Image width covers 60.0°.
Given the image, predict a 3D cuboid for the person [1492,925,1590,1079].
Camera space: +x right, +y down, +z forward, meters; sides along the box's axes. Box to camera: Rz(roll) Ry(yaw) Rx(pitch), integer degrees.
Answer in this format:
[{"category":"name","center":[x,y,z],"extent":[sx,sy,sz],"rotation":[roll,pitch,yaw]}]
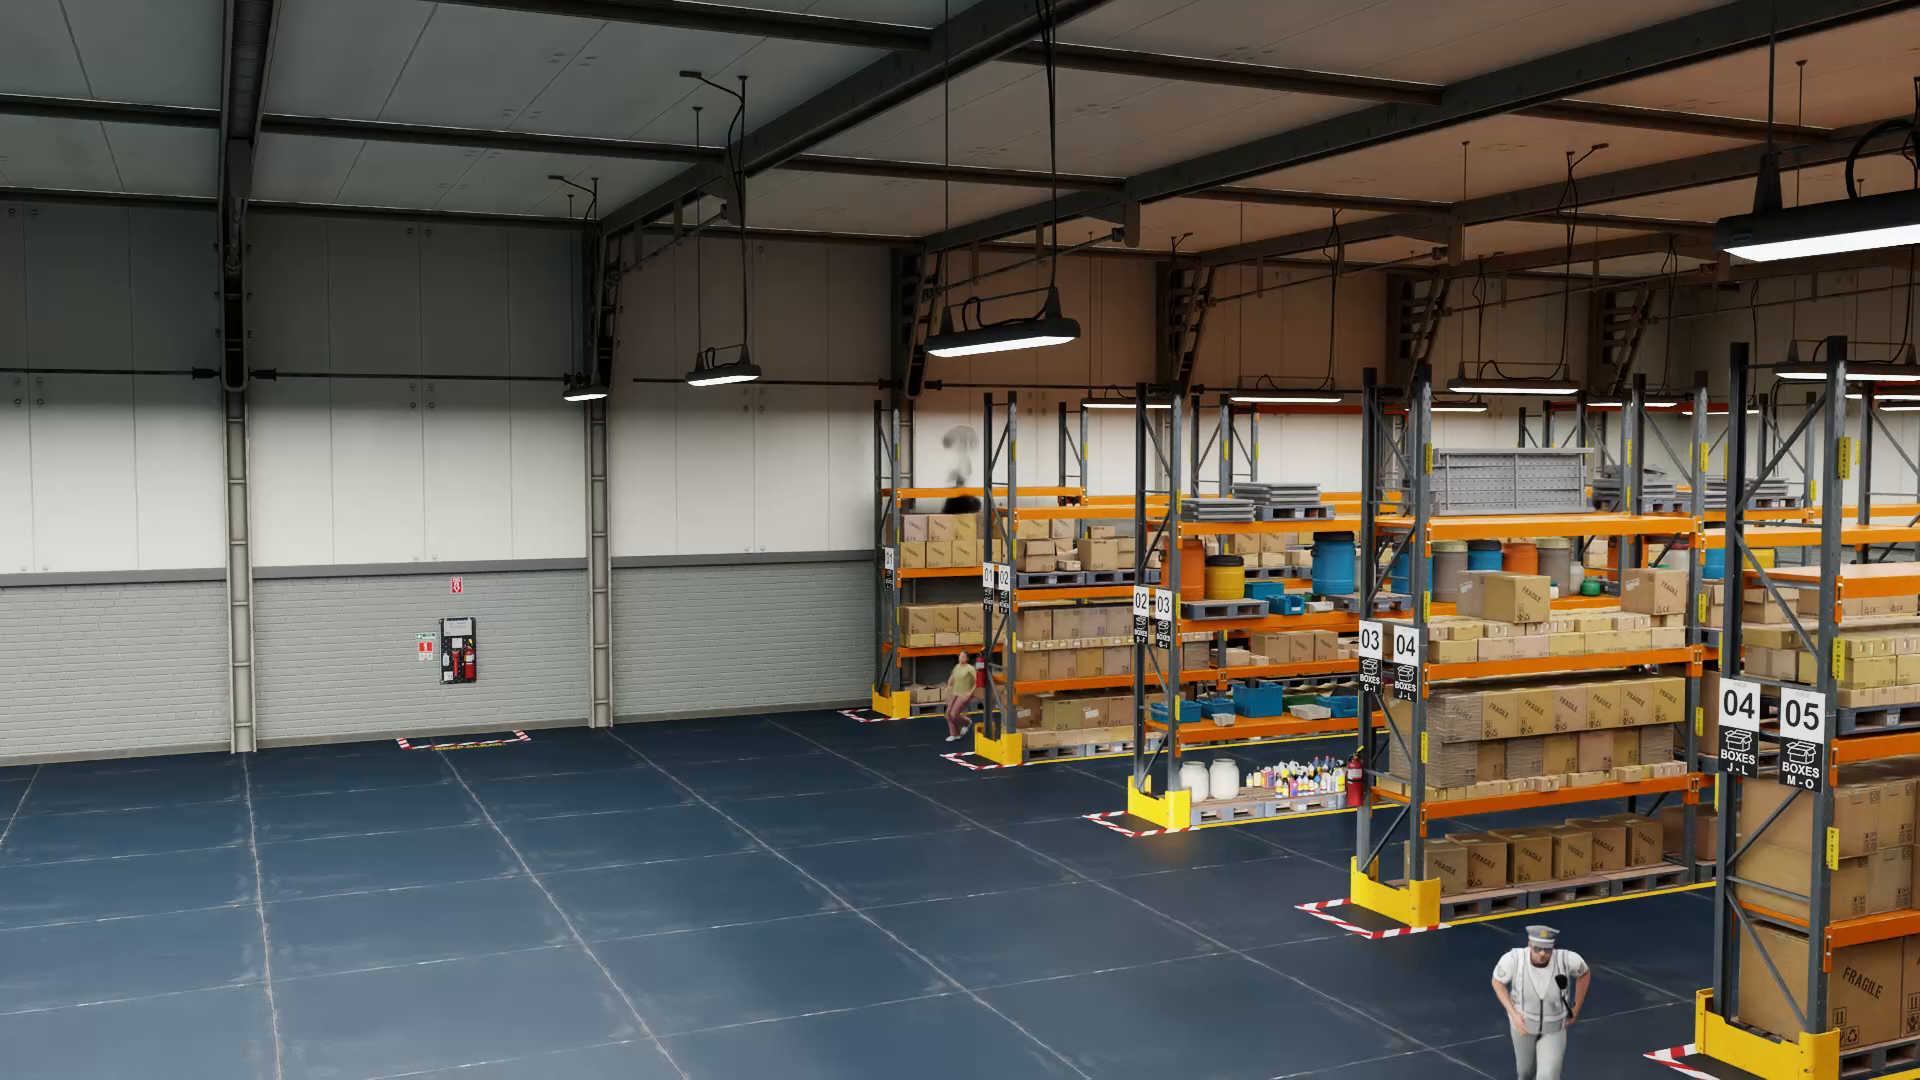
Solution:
[{"category":"person","center":[4.319,3.550,12.408],"extent":[0.694,1.567,0.959],"rotation":[1,3,13]}]

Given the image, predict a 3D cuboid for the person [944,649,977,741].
[{"category":"person","center":[0.031,2.695,28.796],"extent":[0.625,1.618,0.544],"rotation":[3,5,45]}]

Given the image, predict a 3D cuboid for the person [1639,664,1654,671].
[{"category":"person","center":[12.016,2.624,28.865],"extent":[0.884,1.835,0.672],"rotation":[-1,3,-11]}]
